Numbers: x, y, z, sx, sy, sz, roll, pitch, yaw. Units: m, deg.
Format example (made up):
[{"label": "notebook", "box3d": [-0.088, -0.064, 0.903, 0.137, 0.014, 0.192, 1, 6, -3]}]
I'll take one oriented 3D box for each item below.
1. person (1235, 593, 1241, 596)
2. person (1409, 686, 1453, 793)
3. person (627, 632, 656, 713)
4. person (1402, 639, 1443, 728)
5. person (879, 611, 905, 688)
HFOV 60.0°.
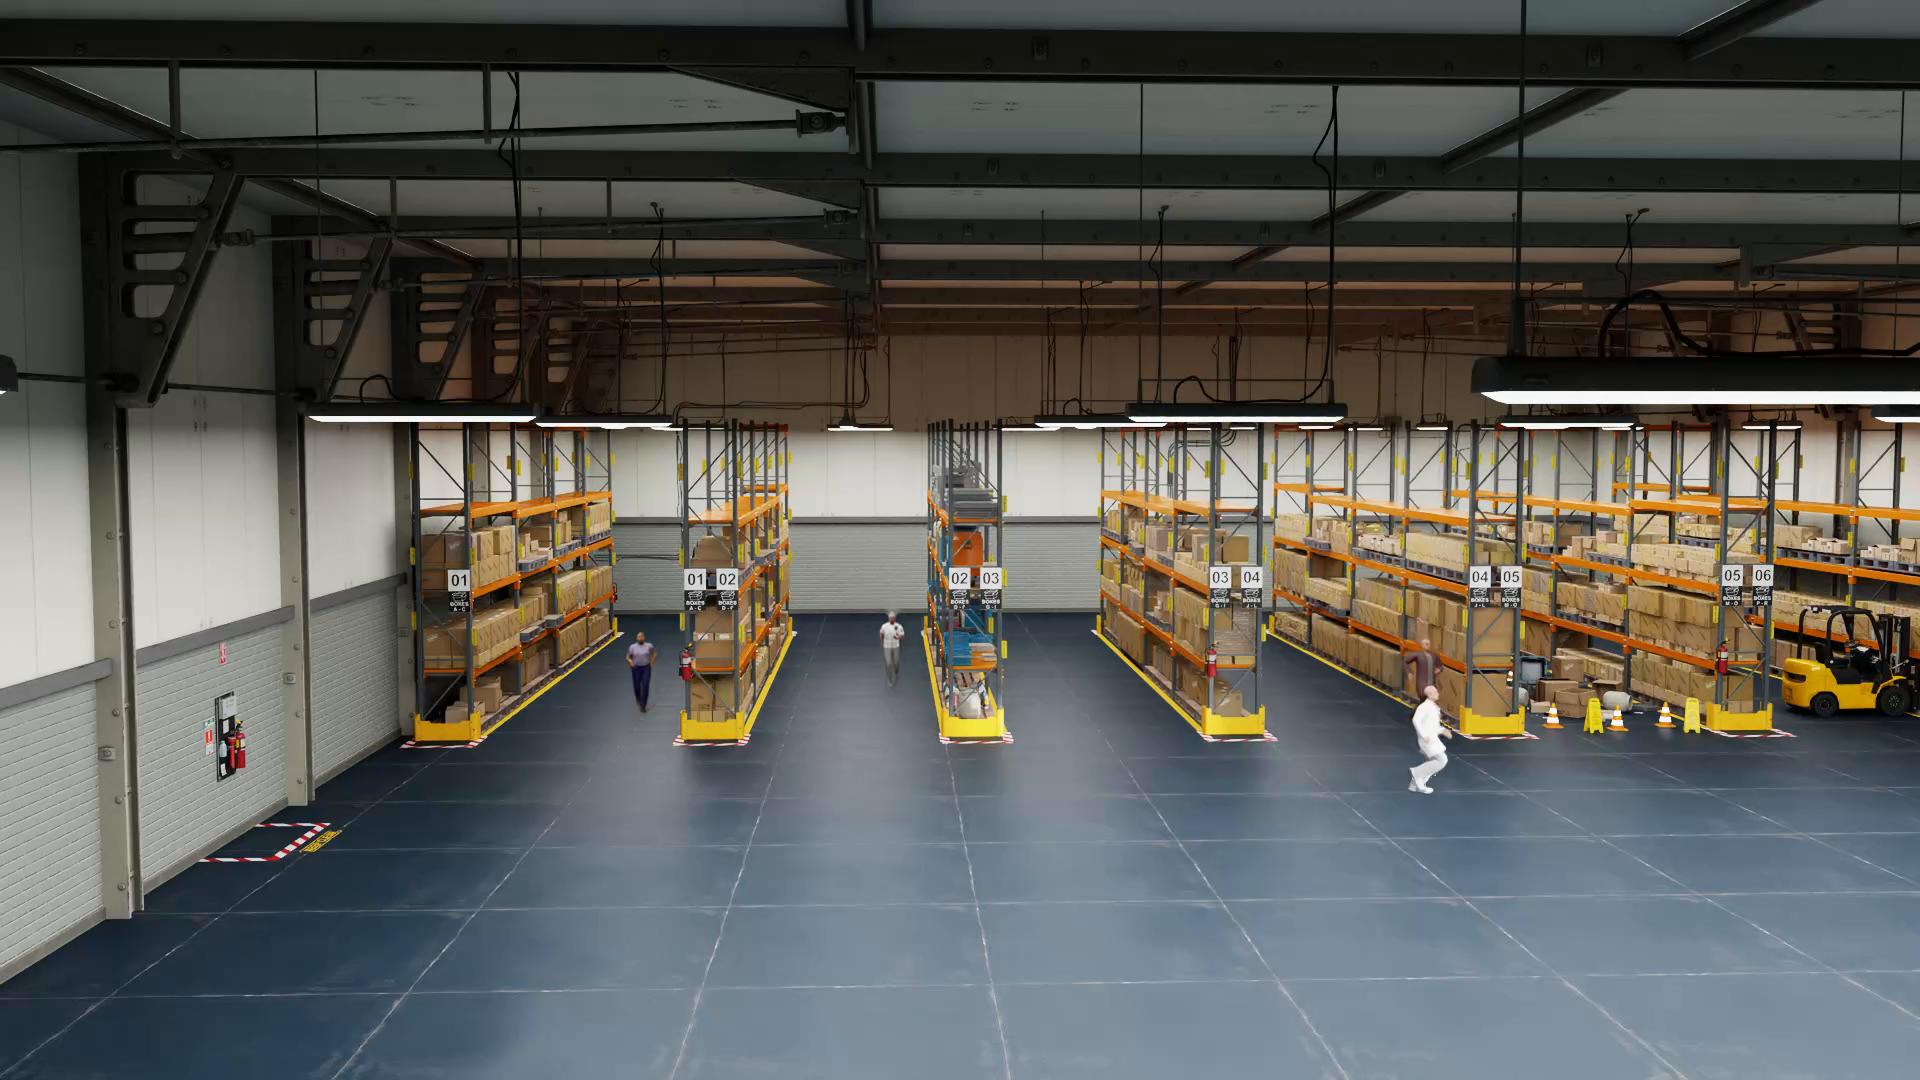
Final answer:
[{"label": "person", "box3d": [7.774, 1.863, 45.807, 0.688, 1.777, 1.012, 0, 4, -1]}, {"label": "person", "box3d": [7.476, 3.174, 26.434, 0.653, 1.715, 0.660, 2, 4, 25]}, {"label": "person", "box3d": [-6.596, 2.718, 34.444, 0.607, 1.648, 0.841, -1, 4, -9]}, {"label": "person", "box3d": [8.898, 2.798, 31.745, 0.748, 1.823, 0.948, -2, 4, -27]}, {"label": "person", "box3d": [-1.541, 2.445, 37.670, 0.579, 1.678, 0.941, 0, 4, -2]}]
